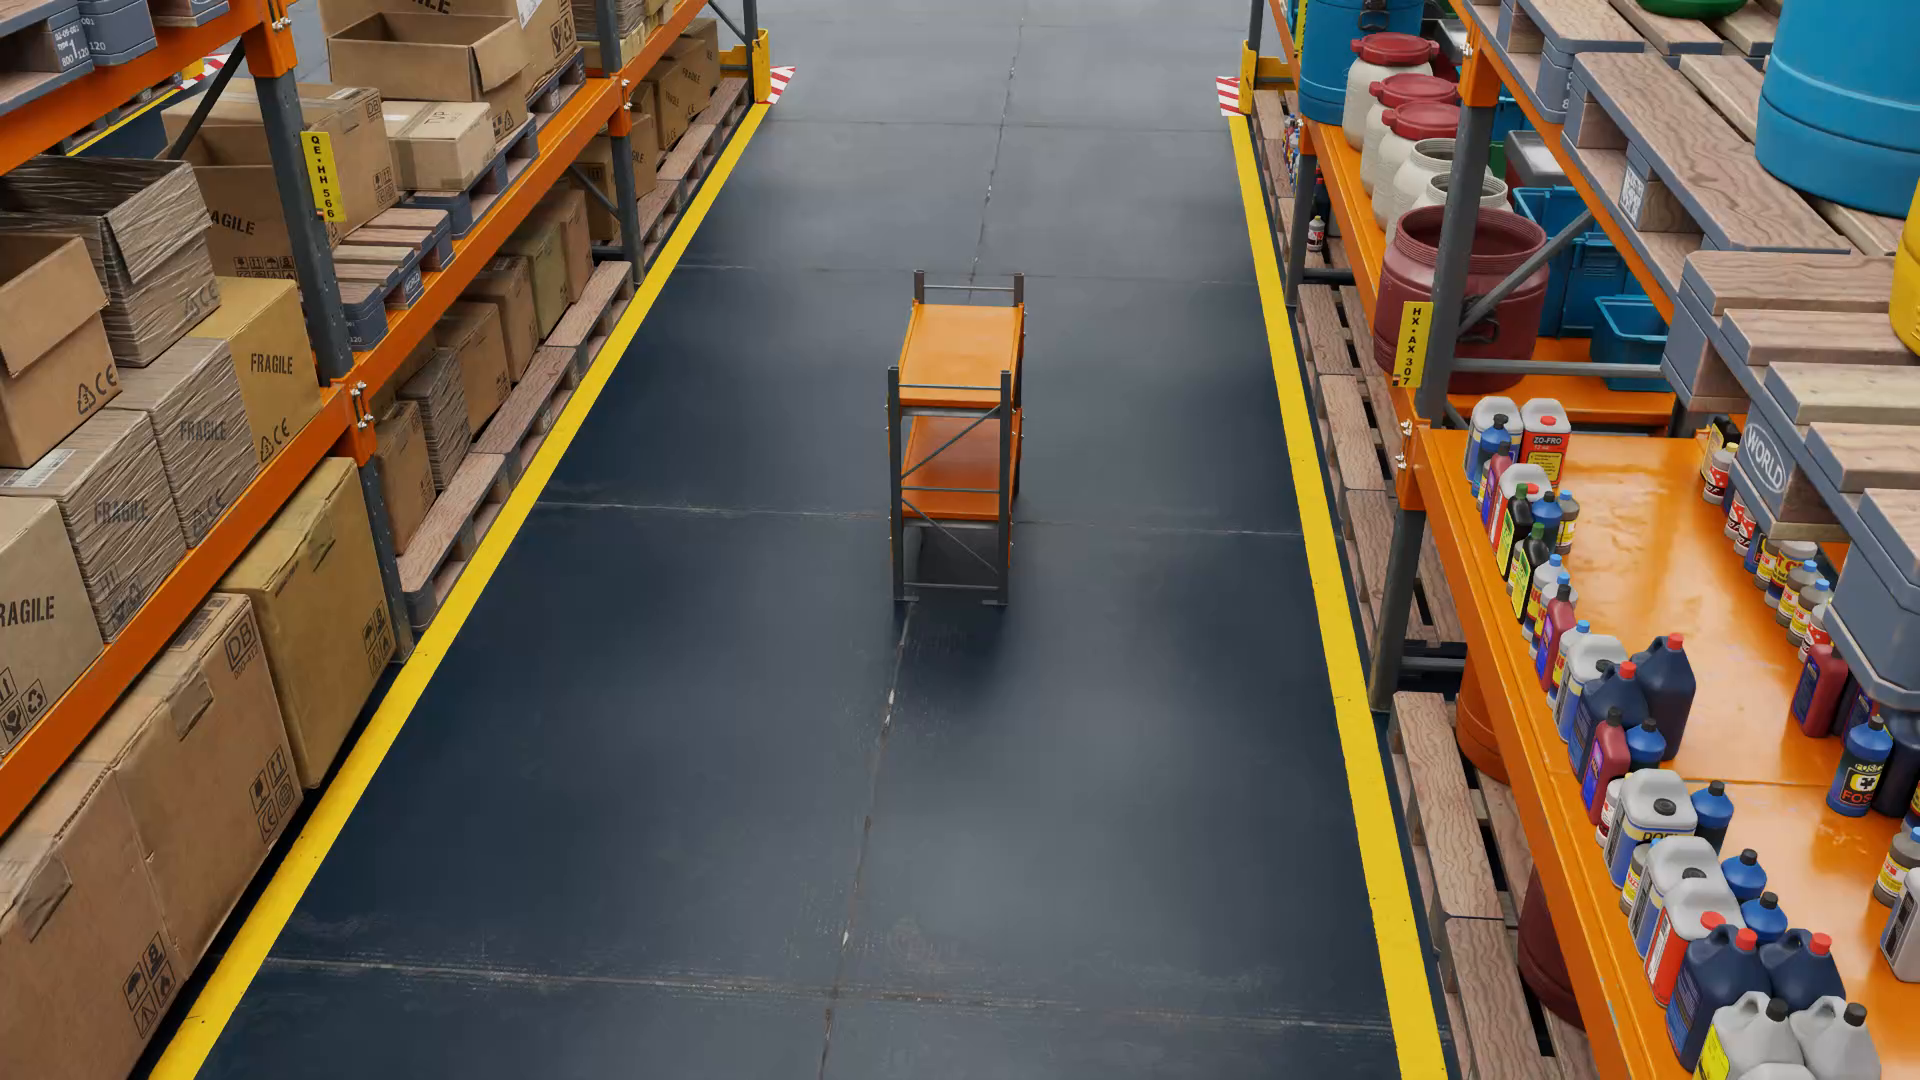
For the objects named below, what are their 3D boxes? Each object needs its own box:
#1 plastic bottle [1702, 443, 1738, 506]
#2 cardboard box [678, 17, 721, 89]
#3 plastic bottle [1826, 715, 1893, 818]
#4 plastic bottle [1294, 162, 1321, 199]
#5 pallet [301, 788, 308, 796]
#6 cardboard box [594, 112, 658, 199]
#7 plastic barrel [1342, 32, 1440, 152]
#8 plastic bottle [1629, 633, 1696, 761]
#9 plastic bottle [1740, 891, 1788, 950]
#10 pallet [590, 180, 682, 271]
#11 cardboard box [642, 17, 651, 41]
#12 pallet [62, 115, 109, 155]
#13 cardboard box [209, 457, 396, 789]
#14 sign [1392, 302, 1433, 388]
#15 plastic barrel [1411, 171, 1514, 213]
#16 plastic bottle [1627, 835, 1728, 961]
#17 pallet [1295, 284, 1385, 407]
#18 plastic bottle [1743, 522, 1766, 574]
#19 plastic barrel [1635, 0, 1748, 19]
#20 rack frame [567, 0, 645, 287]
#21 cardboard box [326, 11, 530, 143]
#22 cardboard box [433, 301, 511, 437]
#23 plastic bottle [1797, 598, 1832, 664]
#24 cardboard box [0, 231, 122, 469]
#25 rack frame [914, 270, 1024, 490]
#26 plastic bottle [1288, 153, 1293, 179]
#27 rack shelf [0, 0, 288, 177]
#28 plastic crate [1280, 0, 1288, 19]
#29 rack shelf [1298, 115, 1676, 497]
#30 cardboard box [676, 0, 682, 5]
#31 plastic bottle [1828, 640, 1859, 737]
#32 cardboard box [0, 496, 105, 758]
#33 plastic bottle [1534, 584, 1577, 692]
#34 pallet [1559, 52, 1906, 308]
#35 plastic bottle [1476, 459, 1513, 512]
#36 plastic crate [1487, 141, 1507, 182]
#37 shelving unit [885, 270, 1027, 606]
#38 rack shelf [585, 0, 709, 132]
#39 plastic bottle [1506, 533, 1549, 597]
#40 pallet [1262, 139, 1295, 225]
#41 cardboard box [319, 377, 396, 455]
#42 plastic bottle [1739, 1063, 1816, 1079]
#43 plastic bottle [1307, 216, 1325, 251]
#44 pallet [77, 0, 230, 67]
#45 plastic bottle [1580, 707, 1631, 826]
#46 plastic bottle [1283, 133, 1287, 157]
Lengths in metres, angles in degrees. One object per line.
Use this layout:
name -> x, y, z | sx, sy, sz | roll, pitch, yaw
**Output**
plastic bottle -> 2.504, -0.222, 5.441 | 0.097, 0.201, 0.097 | 0, 32, 0
cardboard box -> -2.213, -3.780, 13.006 | 0.500, 0.500, 0.500 | 8, 33, 13
plastic bottle -> 2.234, 0.552, 4.118 | 0.097, 0.271, 0.097 | 0, 32, 0
plastic bottle -> 2.272, -2.365, 10.835 | 0.144, 0.351, 0.185 | 2, 32, 4
pallet -> -2.937, 0.789, 6.269 | 1.003, 0.211, 1.213 | 2, 32, 4
cardboard box -> -2.360, -2.521, 10.964 | 0.500, 0.500, 0.500 | 13, 34, 19
plastic barrel -> 2.168, -2.254, 8.420 | 0.433, 0.535, 0.433 | 0, 32, 0
plastic bottle -> 1.815, 0.382, 4.318 | 0.144, 0.351, 0.185 | 2, 32, 4
plastic bottle -> 1.720, 0.871, 3.600 | 0.097, 0.271, 0.097 | 0, 32, 0
pallet -> -2.452, -2.065, 10.899 | 1.003, 0.211, 1.213 | 2, 32, 4
cardboard box -> -2.128, -3.154, 10.248 | 0.380, 0.149, 0.250 | 2, 32, 4
pallet -> -7.170, -3.011, 12.434 | 1.003, 0.211, 1.213 | 2, 32, 4
cardboard box -> -2.874, 0.278, 6.064 | 1.225, 0.875, 0.875 | 1, 32, 2
sign -> 1.590, -0.685, 5.847 | 0.100, 0.325, 0.005 | 2, 32, 4
plastic barrel -> 2.010, -1.191, 6.716 | 0.421, 0.512, 0.421 | 0, 32, 0
plastic bottle -> 1.605, 0.804, 3.705 | 0.152, 0.276, 0.135 | 2, 32, 4
pallet -> 2.440, -1.088, 9.314 | 1.003, 0.211, 1.213 | 2, 32, 4
plastic bottle -> 2.469, -0.029, 5.061 | 0.097, 0.271, 0.097 | 0, 32, 0
plastic barrel -> 1.824, -1.441, 4.118 | 0.294, 0.245, 0.294 | 0, 32, 0
rack frame -> -2.472, -2.899, 9.595 | 1.000, 3.000, 0.127 | 2, 32, 4
cardboard box -> -2.521, -2.211, 7.981 | 0.797, 0.503, 0.637 | 6, 32, 9
cardboard box -> -2.691, -0.869, 8.265 | 0.700, 0.500, 0.500 | 5, 32, 8
plastic bottle -> 2.430, 0.255, 4.667 | 0.097, 0.201, 0.097 | 0, 32, 0
cardboard box -> -2.929, -0.555, 4.740 | 0.797, 0.503, 0.637 | 3, 32, 5
rack frame -> 0.041, -0.741, 7.880 | 0.500, 1.125, 0.032 | 2, 32, 4
plastic bottle -> 2.288, -2.557, 11.288 | 0.097, 0.201, 0.097 | 0, 32, 0
rack shelf -> -2.960, -0.732, 3.906 | 1.077, 0.370, 4.000 | 2, 32, 4
plastic crate -> 2.345, -3.435, 10.716 | 0.530, 0.136, 0.437 | 2, 32, 4
rack shelf -> 2.302, -1.335, 7.744 | 1.077, 0.370, 4.000 | 2, 32, 4
cardboard box -> -2.045, -3.677, 11.096 | 0.380, 0.149, 0.250 | 2, 32, 4
plastic bottle -> 2.384, 0.334, 4.396 | 0.144, 0.351, 0.185 | 2, 32, 4
cardboard box -> -2.718, 0.217, 4.444 | 0.500, 0.500, 0.500 | 3, 32, 5
plastic bottle -> 1.642, 0.268, 4.566 | 0.061, 0.283, 0.133 | 2, 32, 4
pallet -> 1.869, -0.708, 3.361 | 1.003, 0.211, 1.213 | 2, 32, 4
plastic bottle -> 1.737, -0.189, 5.386 | 0.097, 0.201, 0.097 | 0, 32, 0
plastic crate -> 2.604, -1.675, 7.810 | 0.450, 0.188, 0.662 | 2, 32, 4
shelving unit -> -0.001, -0.475, 7.449 | 0.538, 1.125, 1.048 | 2, 32, 4
rack shelf -> -2.309, -3.639, 11.481 | 1.077, 0.370, 4.000 | 2, 32, 4
plastic bottle -> 1.697, 0.072, 4.963 | 0.097, 0.201, 0.097 | 0, 32, 0
pallet -> 2.658, -2.489, 11.588 | 1.003, 0.211, 1.213 | 2, 32, 4
cardboard box -> -2.773, -0.601, 7.115 | 0.500, 0.250, 0.500 | 4, 32, 6
plastic bottle -> 1.553, 1.138, 3.163 | 0.152, 0.276, 0.135 | 2, 32, 4
plastic bottle -> 2.184, -1.887, 10.200 | 0.097, 0.201, 0.097 | 0, 32, 0
pallet -> -2.797, -1.665, 4.914 | 1.213, 0.211, 1.003 | 4, 32, 6
plastic bottle -> 1.597, 0.556, 4.100 | 0.061, 0.283, 0.133 | 2, 32, 4
plastic bottle -> 2.324, -2.786, 11.660 | 0.097, 0.201, 0.097 | 0, 32, 0
